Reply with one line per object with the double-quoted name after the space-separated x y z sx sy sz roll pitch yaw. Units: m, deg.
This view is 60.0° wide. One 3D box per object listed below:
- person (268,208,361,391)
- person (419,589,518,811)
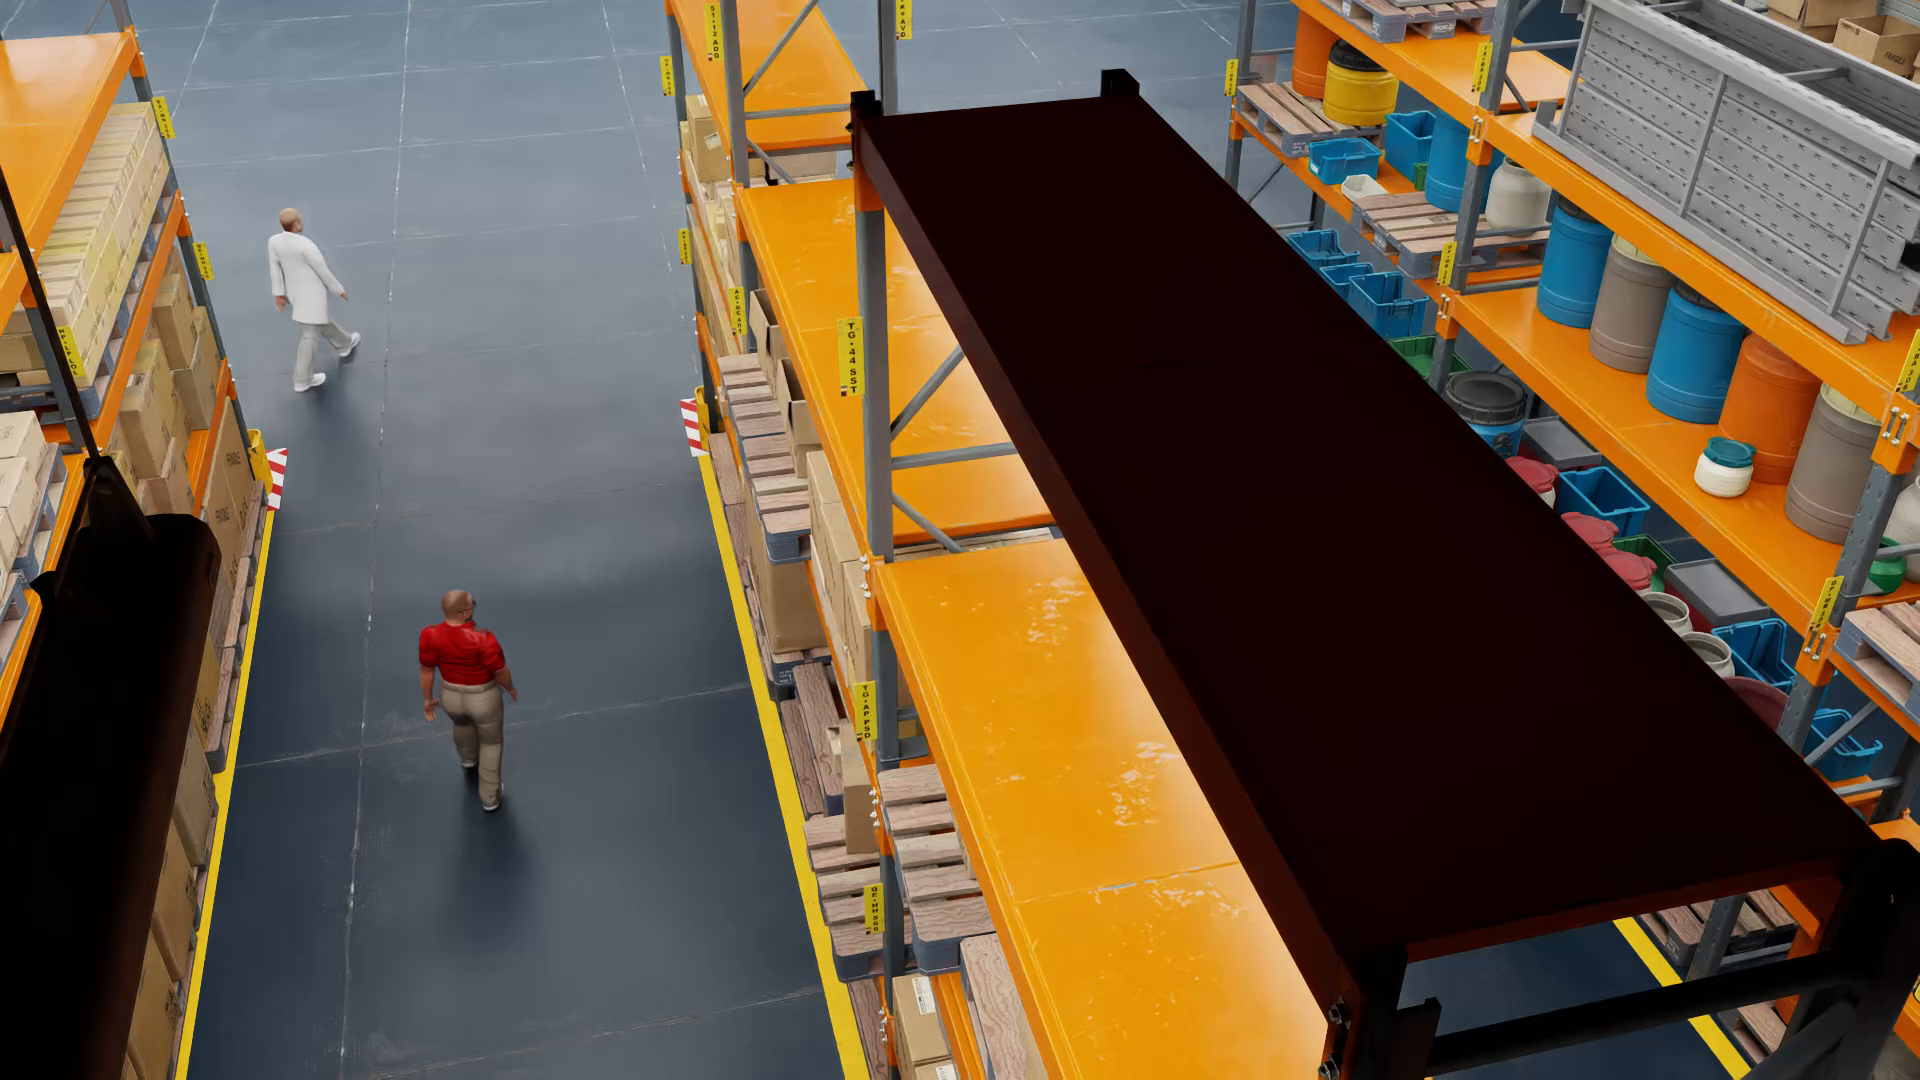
-6.229 -2.410 16.048 0.621 1.725 1.098 18 38 24 "person"
-3.250 0.975 11.156 0.649 1.729 0.661 6 35 9 "person"
